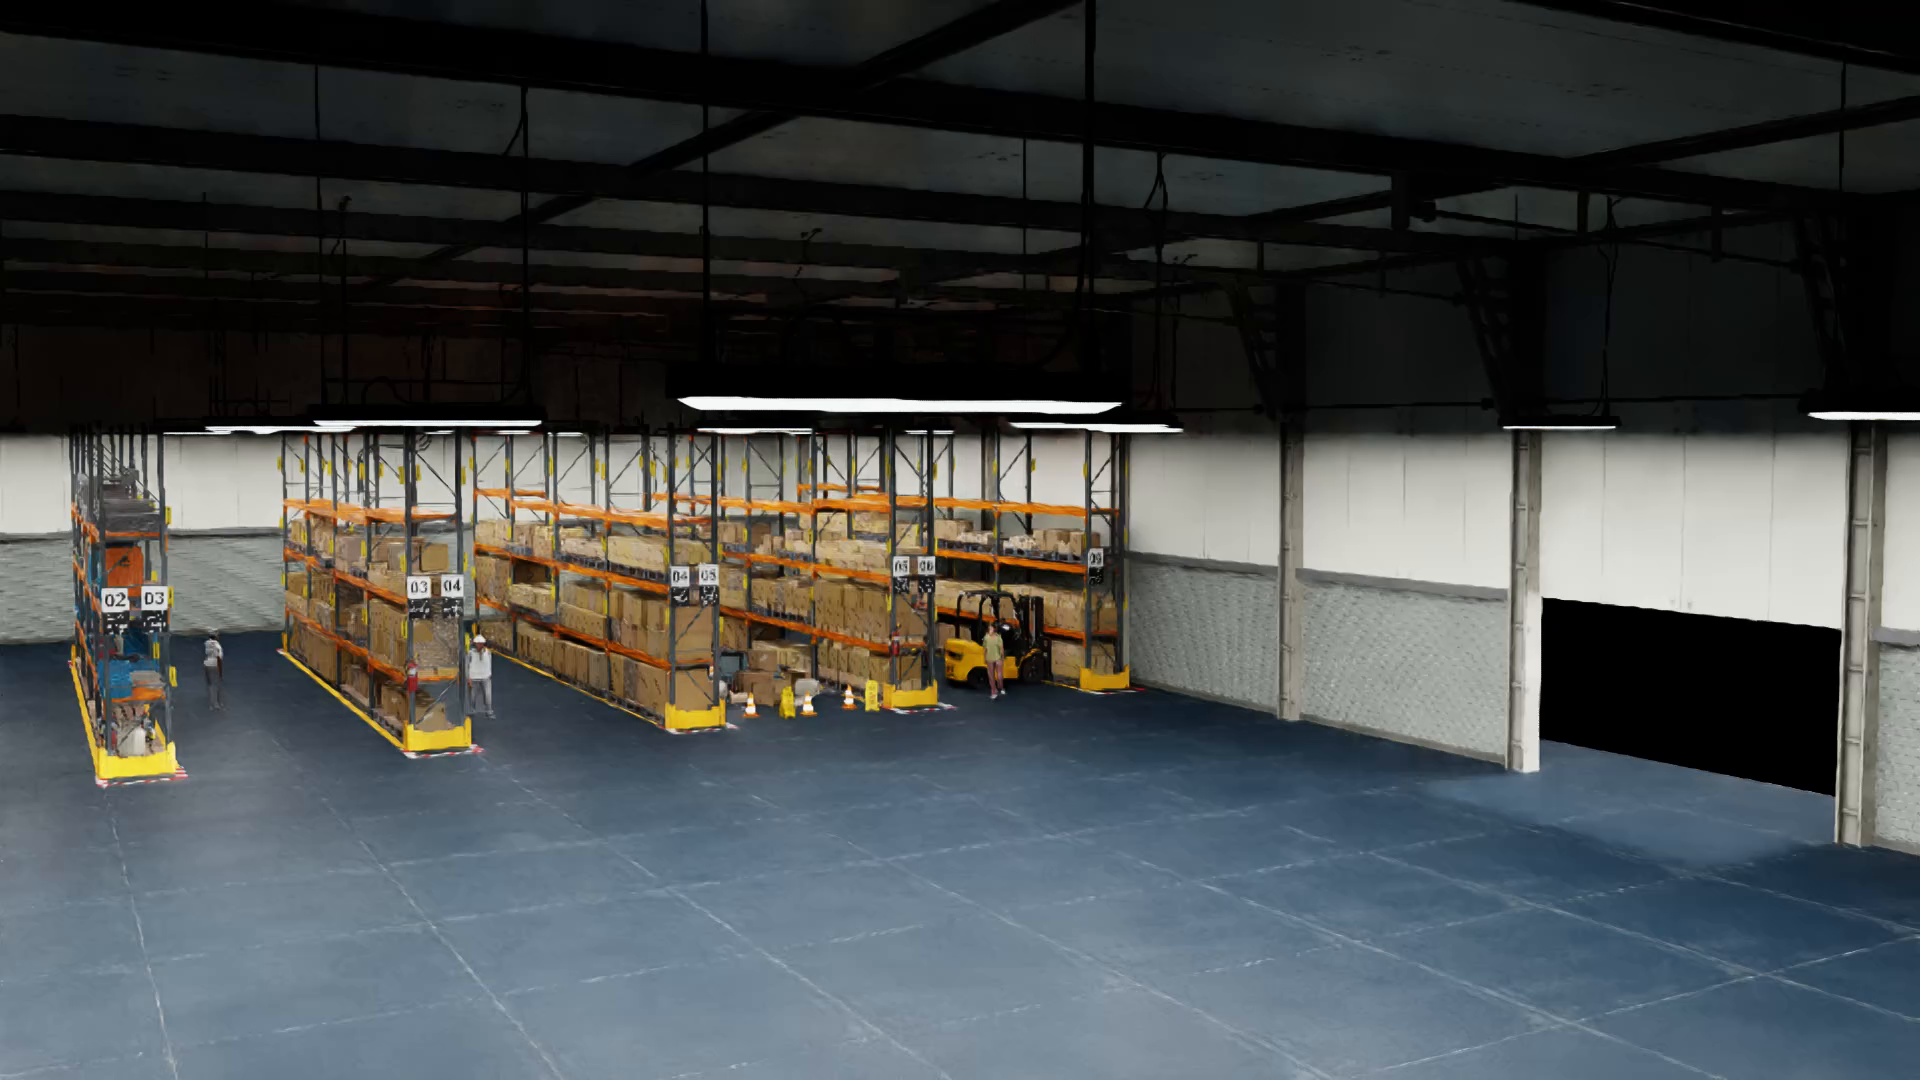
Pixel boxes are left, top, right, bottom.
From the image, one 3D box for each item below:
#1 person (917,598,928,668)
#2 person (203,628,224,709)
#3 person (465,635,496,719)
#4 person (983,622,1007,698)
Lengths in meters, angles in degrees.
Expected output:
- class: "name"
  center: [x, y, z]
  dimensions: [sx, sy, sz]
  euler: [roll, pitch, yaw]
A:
- class: "person"
  center: [-0.986, 2.293, 41.377]
  dimensions: [0.570, 1.718, 0.626]
  euler: [0, 4, -2]
- class: "person"
  center: [-15.714, 2.703, 35.091]
  dimensions: [0.551, 1.683, 0.440]
  euler: [2, 4, 35]
- class: "person"
  center: [-9.813, 2.744, 33.907]
  dimensions: [0.543, 1.653, 1.105]
  euler: [-2, 4, -27]
- class: "person"
  center: [0.765, 2.631, 36.633]
  dimensions: [0.514, 1.664, 0.504]
  euler: [0, 4, 7]
